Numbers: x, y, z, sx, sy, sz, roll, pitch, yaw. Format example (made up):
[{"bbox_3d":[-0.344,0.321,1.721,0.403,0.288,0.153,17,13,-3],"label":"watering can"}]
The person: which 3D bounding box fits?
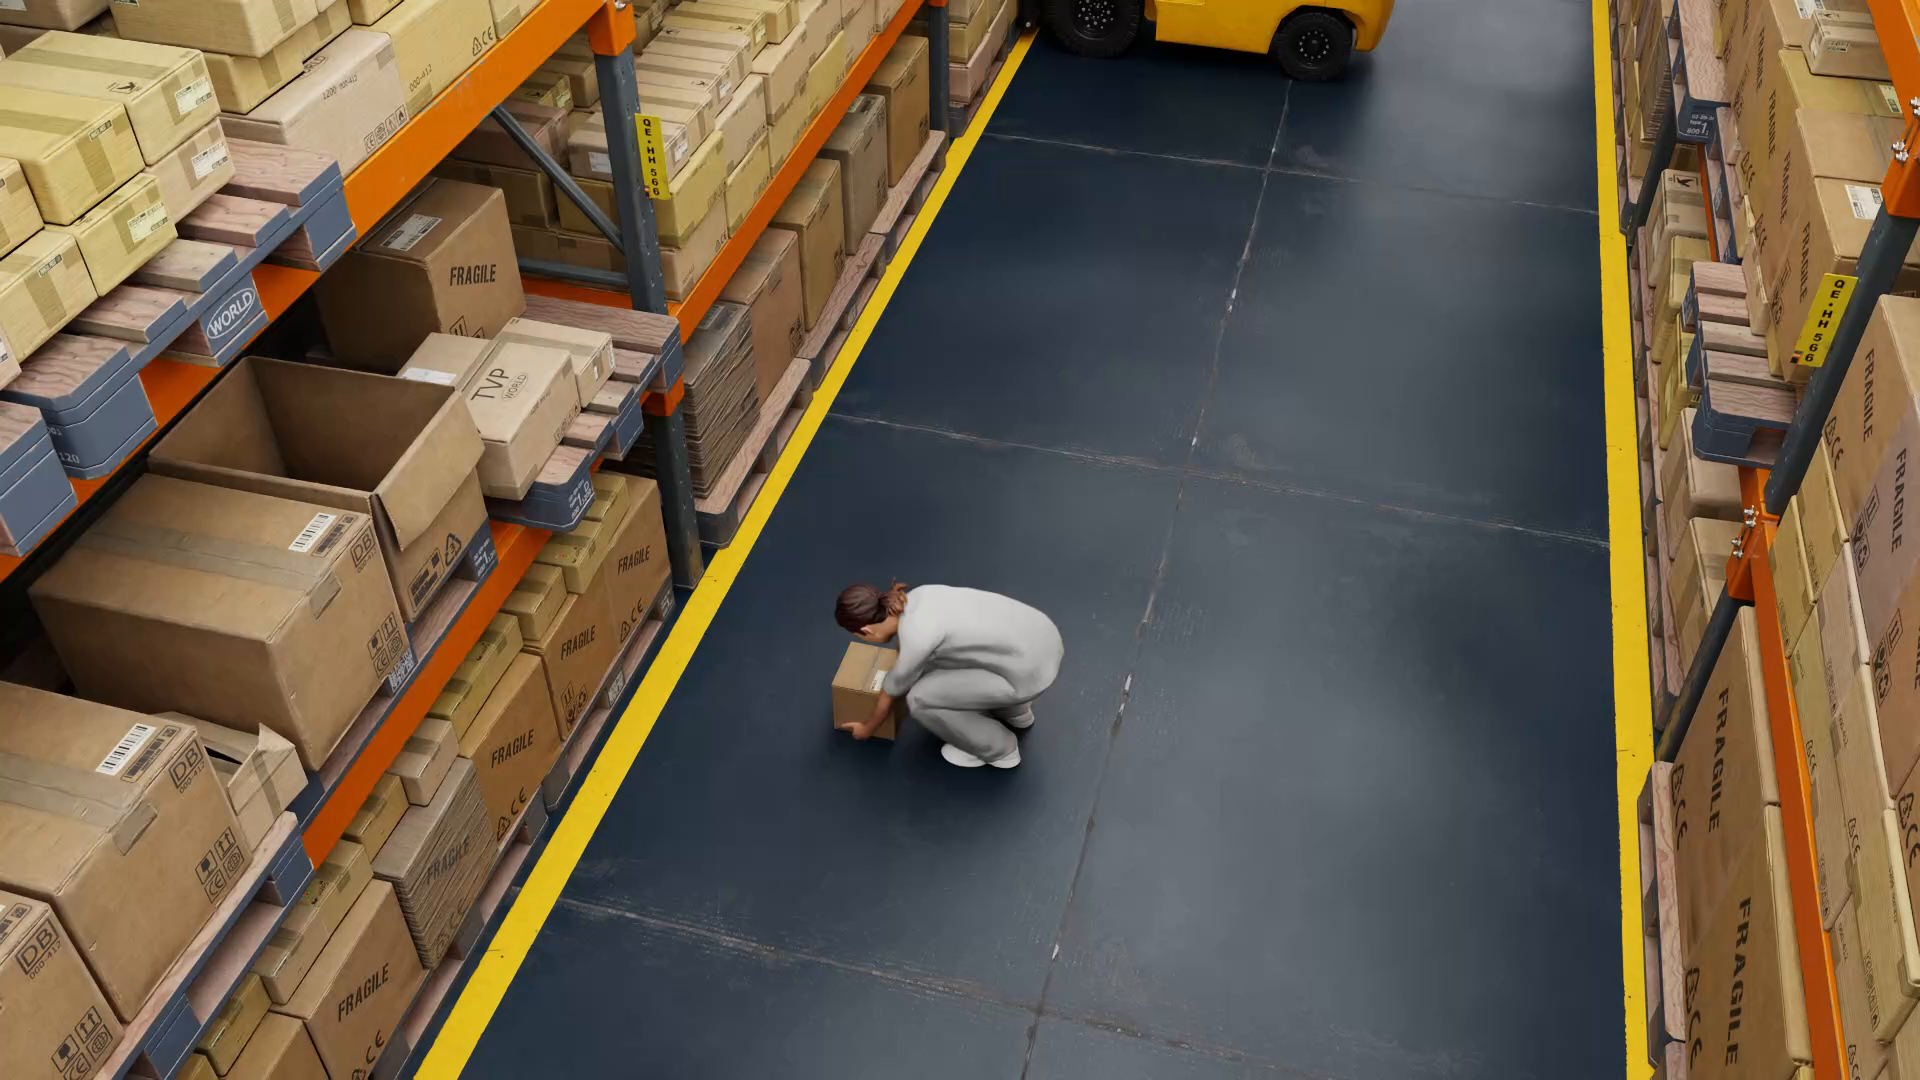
[{"bbox_3d":[-0.044,0.478,6.333,0.858,0.765,0.461,9,42,10],"label":"person"}]
